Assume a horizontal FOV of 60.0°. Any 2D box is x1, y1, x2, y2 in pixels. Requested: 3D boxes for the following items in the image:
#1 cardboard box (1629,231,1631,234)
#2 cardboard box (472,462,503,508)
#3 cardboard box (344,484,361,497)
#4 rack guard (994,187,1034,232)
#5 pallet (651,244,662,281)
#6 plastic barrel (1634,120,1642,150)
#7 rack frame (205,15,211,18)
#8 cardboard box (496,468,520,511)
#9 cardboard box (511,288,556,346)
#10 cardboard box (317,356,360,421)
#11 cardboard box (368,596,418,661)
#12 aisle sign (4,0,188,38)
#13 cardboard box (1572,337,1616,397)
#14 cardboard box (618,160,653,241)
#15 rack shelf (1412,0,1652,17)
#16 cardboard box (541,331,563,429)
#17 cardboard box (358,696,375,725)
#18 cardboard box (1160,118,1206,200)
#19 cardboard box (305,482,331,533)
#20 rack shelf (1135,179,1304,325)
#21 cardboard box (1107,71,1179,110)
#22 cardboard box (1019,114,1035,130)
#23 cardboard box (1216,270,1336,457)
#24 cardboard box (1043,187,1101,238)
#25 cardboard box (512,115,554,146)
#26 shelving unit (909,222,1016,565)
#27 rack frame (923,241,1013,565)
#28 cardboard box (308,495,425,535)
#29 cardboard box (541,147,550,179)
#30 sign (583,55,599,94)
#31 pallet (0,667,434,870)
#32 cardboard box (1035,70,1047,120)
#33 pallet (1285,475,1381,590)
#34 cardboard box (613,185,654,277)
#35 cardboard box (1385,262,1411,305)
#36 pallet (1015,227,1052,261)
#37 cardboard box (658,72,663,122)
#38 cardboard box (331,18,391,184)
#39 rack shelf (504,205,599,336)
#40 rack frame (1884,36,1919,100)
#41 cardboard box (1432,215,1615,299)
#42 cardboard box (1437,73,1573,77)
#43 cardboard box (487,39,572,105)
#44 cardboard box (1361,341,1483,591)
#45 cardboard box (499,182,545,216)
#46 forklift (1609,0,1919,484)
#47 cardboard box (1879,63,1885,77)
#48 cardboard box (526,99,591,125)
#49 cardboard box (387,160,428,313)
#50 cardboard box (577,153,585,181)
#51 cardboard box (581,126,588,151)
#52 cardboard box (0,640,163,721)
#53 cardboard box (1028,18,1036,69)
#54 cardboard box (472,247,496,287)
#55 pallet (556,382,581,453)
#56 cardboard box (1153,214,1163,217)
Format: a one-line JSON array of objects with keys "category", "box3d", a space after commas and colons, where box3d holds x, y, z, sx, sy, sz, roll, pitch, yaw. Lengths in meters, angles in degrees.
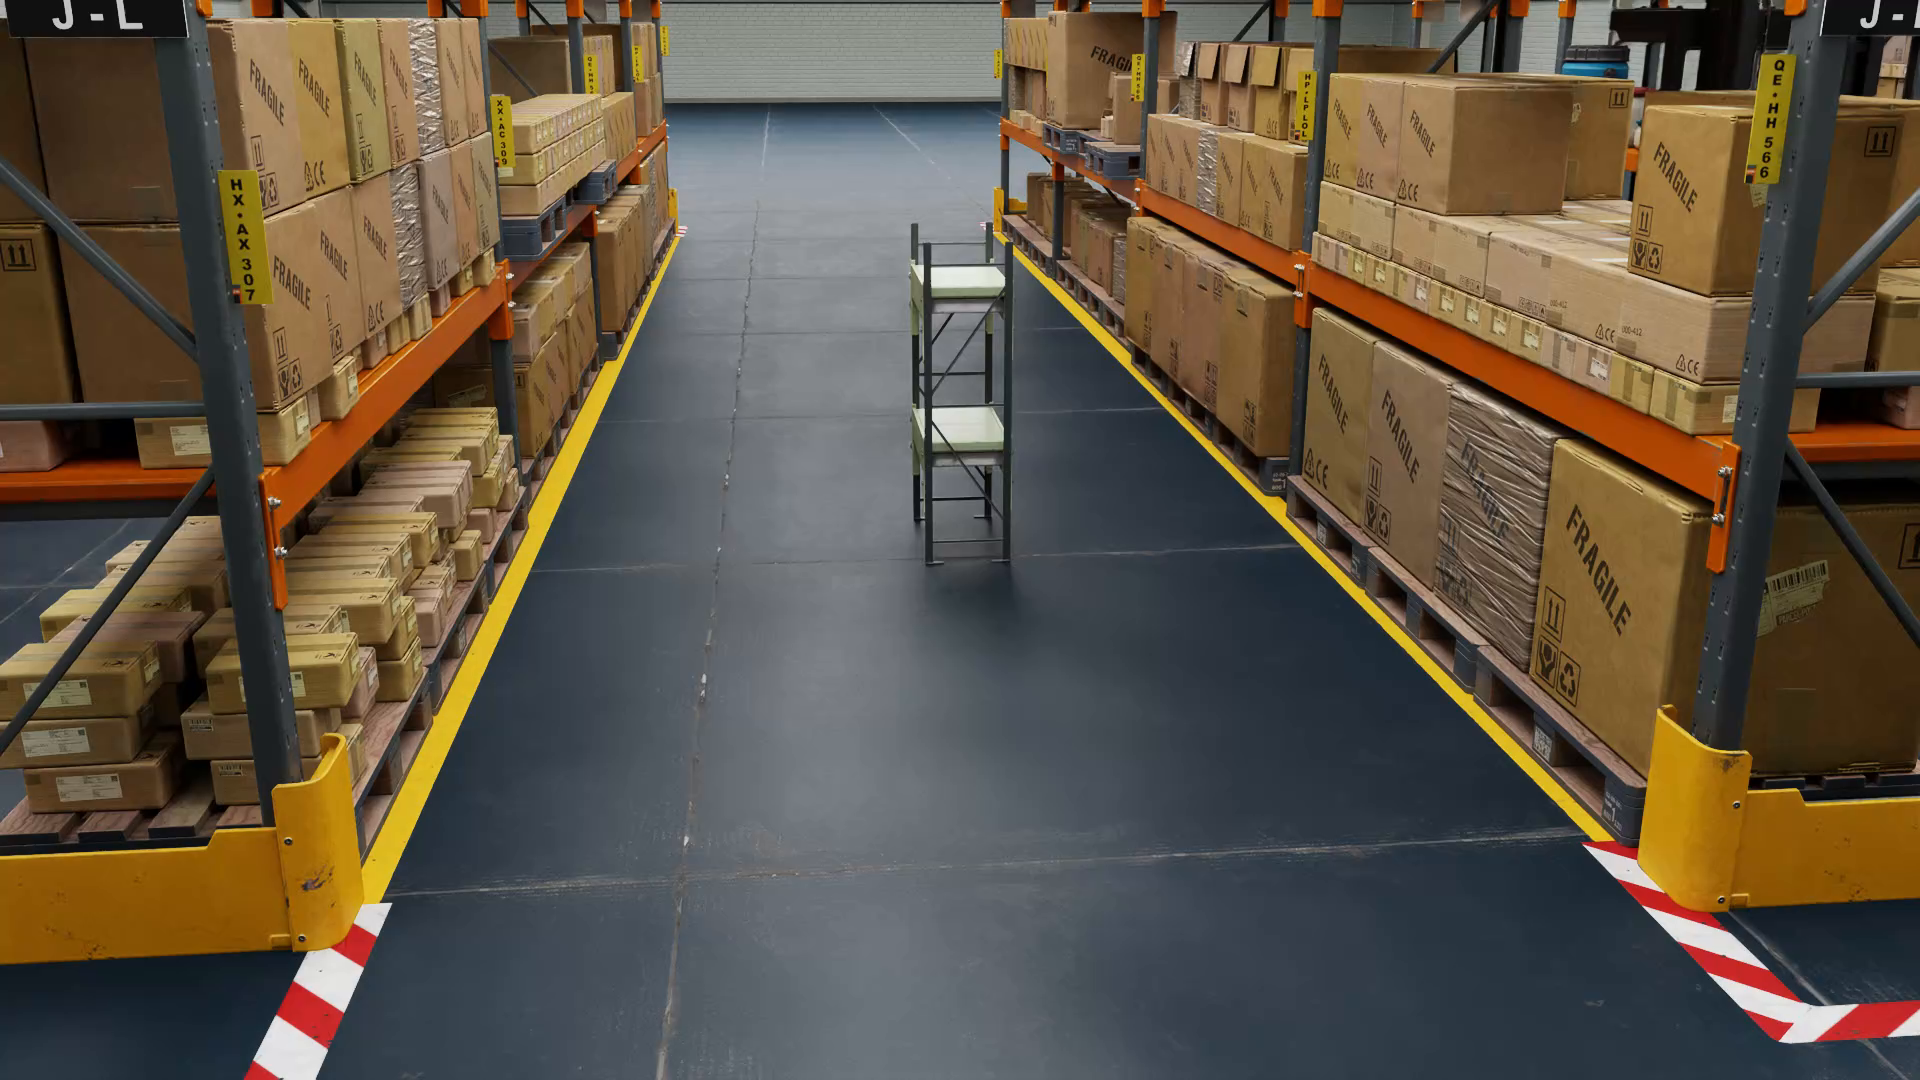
[{"category": "cardboard box", "box3d": [2.755, -0.962, 5.988, 0.500, 0.250, 0.500, -2, 18, -7]}, {"category": "cardboard box", "box3d": [-2.278, -0.243, 7.506, 0.380, 0.149, 0.250, -2, 18, -8]}, {"category": "cardboard box", "box3d": [-2.792, -0.144, 7.191, 0.380, 0.149, 0.250, -3, 18, -8]}, {"category": "rack guard", "box3d": [1.002, -3.988, 20.044, 1.175, 0.500, 0.348, -2, 18, -6]}, {"category": "pallet", "box3d": [-3.538, -2.787, 16.701, 1.003, 0.211, 1.213, -2, 18, -6]}, {"category": "plastic barrel", "box3d": [6.317, -3.699, 15.183, 0.301, 0.262, 0.301, 0, 17, 0]}, {"category": "rack frame", "box3d": [-8.863, -4.897, 18.767, 1.000, 3.000, 0.127, -2, 18, -6]}, {"category": "cardboard box", "box3d": [-2.333, -0.239, 7.987, 0.380, 0.149, 0.250, -2, 17, -5]}, {"category": "cardboard box", "box3d": [-2.583, -1.257, 9.394, 0.500, 0.250, 0.500, -1, 17, -4]}, {"category": "cardboard box", "box3d": [-2.049, -0.456, 5.041, 0.380, 0.149, 0.250, -2, 18, -7]}, {"category": "cardboard box", "box3d": [-2.102, 0.308, 5.751, 0.380, 0.149, 0.250, -1, 17, -4]}, {"category": "aisle sign", "box3d": [-1.994, -1.541, 3.737, 0.394, 0.787, 0.004, -2, 18, -6]}, {"category": "cardboard box", "box3d": [2.226, -0.565, 5.387, 0.380, 0.149, 0.250, -2, 18, -6]}, {"category": "cardboard box", "box3d": [-3.533, -3.264, 16.413, 0.875, 0.875, 0.875, -2, 17, -5]}, {"category": "rack shelf", "box3d": [6.127, -5.848, 17.990, 1.077, 0.370, 4.000, -2, 18, -6]}, {"category": "cardboard box", "box3d": [-2.581, -0.898, 9.503, 0.500, 0.500, 0.500, -1, 17, -3]}, {"category": "cardboard box", "box3d": [-2.176, 0.532, 5.534, 0.380, 0.149, 0.250, -2, 17, -5]}, {"category": "cardboard box", "box3d": [1.654, -2.560, 11.158, 0.500, 0.500, 0.500, -2, 18, -7]}, {"category": "cardboard box", "box3d": [-2.734, -0.128, 6.642, 0.380, 0.149, 0.250, -3, 18, -8]}, {"category": "rack shelf", "box3d": [2.025, -1.880, 10.360, 1.077, 0.370, 4.000, -2, 18, -6]}, {"category": "cardboard box", "box3d": [1.677, -3.747, 14.232, 0.797, 0.503, 0.637, 0, 17, 0]}, {"category": "cardboard box", "box3d": [0.844, -4.541, 18.053, 0.380, 0.149, 0.250, -2, 18, -6]}, {"category": "cardboard box", "box3d": [2.146, -1.004, 9.215, 1.225, 0.875, 0.875, -2, 18, -5]}, {"category": "cardboard box", "box3d": [1.196, -3.492, 17.765, 0.500, 0.500, 0.500, -3, 18, -11]}, {"category": "cardboard box", "box3d": [-2.354, -2.160, 8.774, 0.380, 0.149, 0.250, -2, 18, -5]}, {"category": "shelving unit", "box3d": [-0.001, -0.718, 7.959, 0.431, 1.500, 0.755, -2, 18, -6]}, {"category": "rack frame", "box3d": [0.037, -0.609, 7.611, 0.400, 1.500, 0.023, -2, 18, -6]}, {"category": "cardboard box", "box3d": [-2.292, -0.067, 6.448, 0.380, 0.149, 0.250, -2, 18, -6]}, {"category": "cardboard box", "box3d": [-2.324, -1.936, 8.557, 0.380, 0.149, 0.250, -2, 18, -7]}, {"category": "sign", "box3d": [-2.586, -3.231, 11.659, 0.100, 0.325, 0.005, -2, 18, -6]}, {"category": "pallet", "box3d": [-2.356, 0.752, 5.430, 1.003, 0.211, 1.213, -2, 18, -6]}, {"category": "cardboard box", "box3d": [1.253, -4.633, 17.262, 0.875, 0.500, 0.500, -2, 18, -6]}, {"category": "pallet", "box3d": [2.232, -0.068, 8.043, 1.003, 0.211, 1.213, -2, 18, -6]}, {"category": "cardboard box", "box3d": [-3.384, -2.833, 15.248, 1.050, 0.750, 0.750, -2, 18, -6]}, {"category": "cardboard box", "box3d": [2.042, -1.098, 7.087, 0.380, 0.149, 0.250, -2, 18, -6]}, {"category": "pallet", "box3d": [1.173, -3.244, 18.158, 1.003, 0.211, 1.213, -2, 18, -6]}, {"category": "cardboard box", "box3d": [-3.867, -5.042, 18.980, 0.875, 0.550, 0.550, -2, 18, -6]}, {"category": "cardboard box", "box3d": [-2.172, -1.427, 5.383, 0.500, 0.500, 0.500, -2, 18, -7]}, {"category": "rack shelf", "box3d": [-2.919, -1.757, 9.968, 1.077, 0.370, 4.000, -2, 18, -6]}, {"category": "rack frame", "box3d": [6.746, -2.973, 12.638, 1.000, 3.000, 0.127, -2, 18, -6]}, {"category": "cardboard box", "box3d": [2.168, -1.100, 6.428, 0.500, 0.250, 0.500, -2, 18, -6]}, {"category": "cardboard box", "box3d": [2.545, -1.927, 7.810, 0.500, 0.500, 0.500, -1, 17, -4]}, {"category": "cardboard box", "box3d": [-3.161, -3.355, 12.020, 0.700, 0.500, 0.500, -2, 18, -6]}, {"category": "cardboard box", "box3d": [2.313, -0.347, 7.121, 0.875, 0.875, 0.875, -2, 18, -6]}, {"category": "cardboard box", "box3d": [-2.295, -1.717, 8.356, 0.380, 0.149, 0.250, -3, 18, -8]}, {"category": "forklift", "box3d": [4.388, -2.003, 9.663, 1.130, 2.935, 3.031, -2, 18, -7]}, {"category": "cardboard box", "box3d": [10.782, -5.434, 19.228, 0.380, 0.149, 0.250, -2, 18, -7]}, {"category": "cardboard box", "box3d": [-2.536, -2.697, 10.483, 0.380, 0.149, 0.250, -1, 17, -4]}, {"category": "cardboard box", "box3d": [-2.248, -1.102, 6.014, 0.500, 0.500, 0.500, -2, 18, -7]}, {"category": "cardboard box", "box3d": [-2.490, -2.262, 10.092, 0.380, 0.149, 0.250, -1, 17, -4]}, {"category": "cardboard box", "box3d": [-2.513, -2.479, 10.288, 0.380, 0.149, 0.250, -2, 18, -6]}, {"category": "cardboard box", "box3d": [-2.606, 0.413, 4.918, 0.380, 0.149, 0.250, -2, 17, -5]}, {"category": "cardboard box", "box3d": [0.983, -5.101, 17.086, 0.500, 0.500, 0.500, -2, 18, -6]}, {"category": "cardboard box", "box3d": [-2.315, -1.234, 7.518, 0.380, 0.149, 0.250, -2, 18, -7]}, {"category": "pallet", "box3d": [-2.923, -0.770, 10.279, 1.003, 0.211, 1.213, -2, 18, -6]}, {"category": "cardboard box", "box3d": [1.720, -2.393, 12.979, 0.500, 0.250, 0.500, -1, 17, -3]}]
